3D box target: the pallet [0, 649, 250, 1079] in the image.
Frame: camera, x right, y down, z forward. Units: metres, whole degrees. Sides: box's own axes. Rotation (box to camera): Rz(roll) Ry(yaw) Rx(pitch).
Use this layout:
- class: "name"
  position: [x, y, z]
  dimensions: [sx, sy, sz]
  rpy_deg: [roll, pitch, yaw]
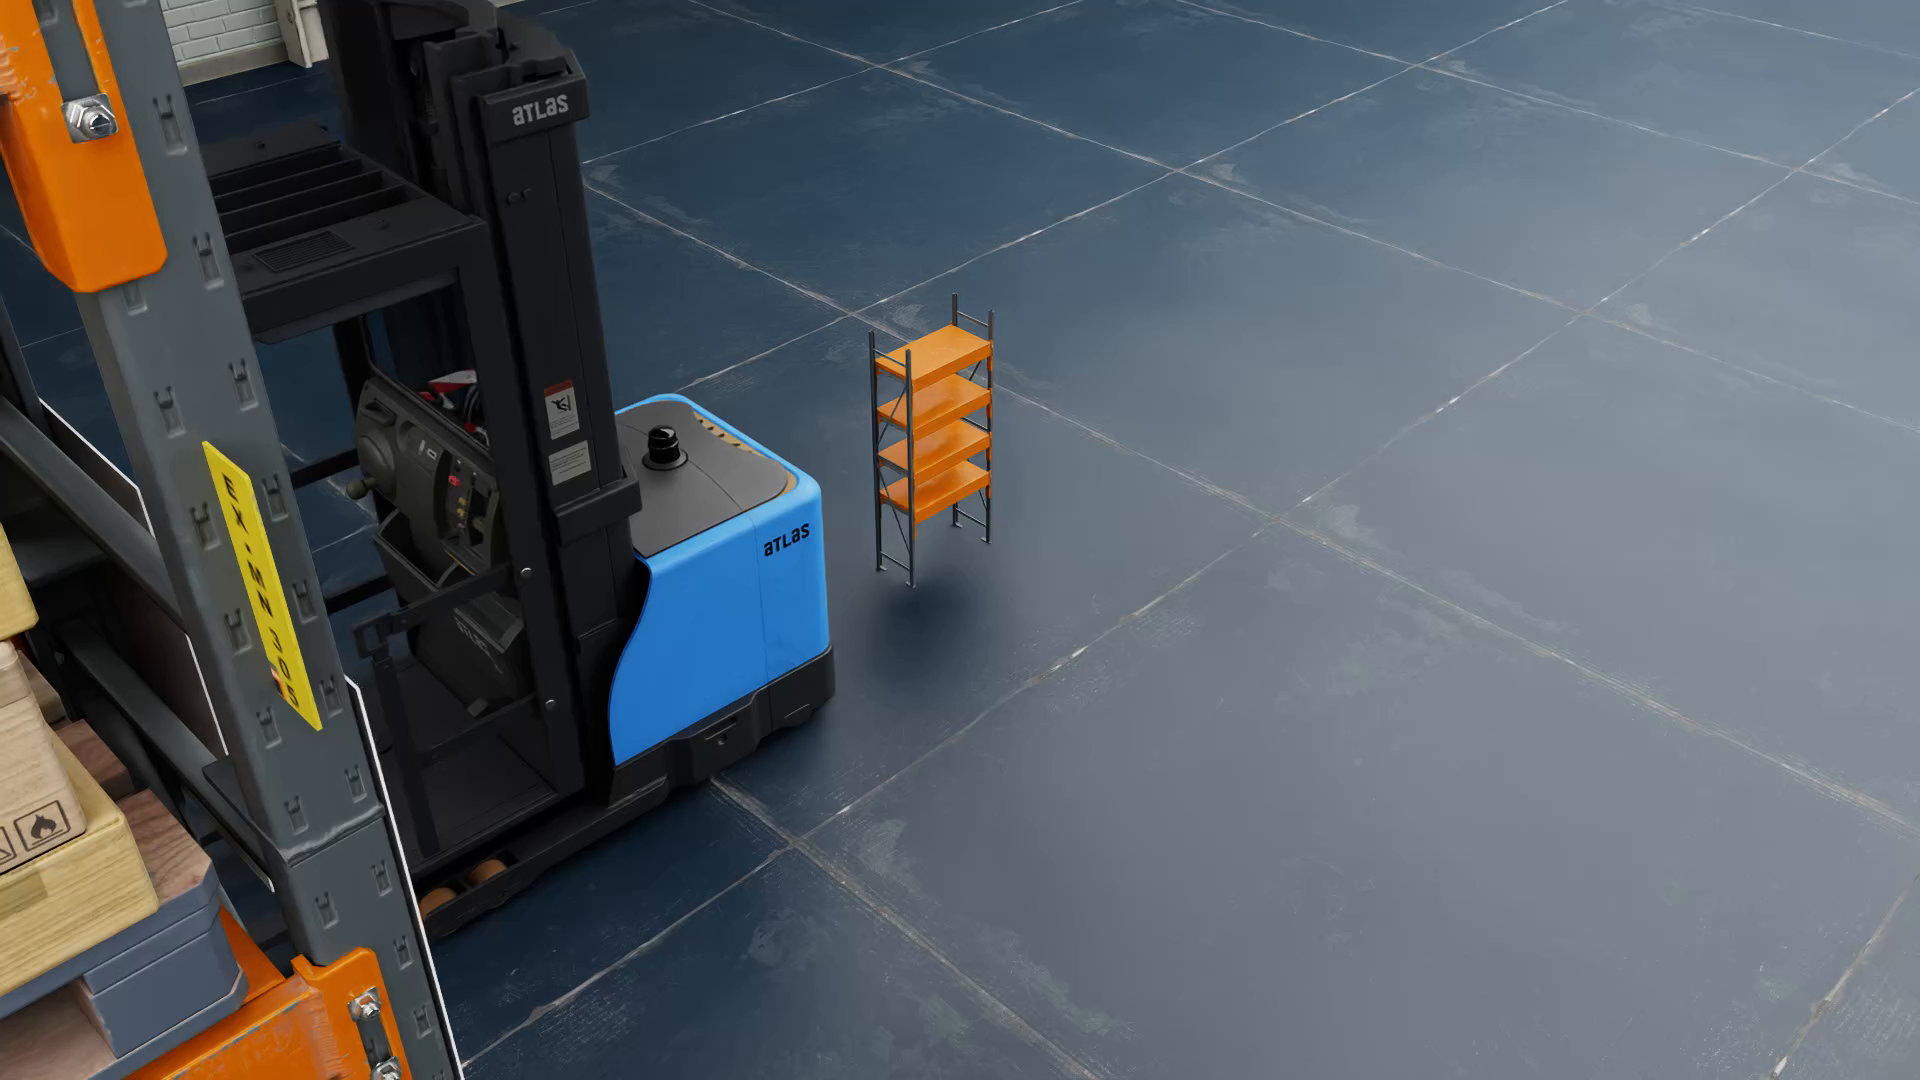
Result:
- class: "pallet"
  position: [-1.613, 0.501, 1.865]
  dimensions: [1.003, 0.211, 1.213]
  rpy_deg: [30, 45, 35]

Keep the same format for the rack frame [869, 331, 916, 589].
- class: "rack frame"
  position: [-0.289, -0.326, 7.168]
  dimensions: [0.240, 1.200, 0.015]
  rpy_deg: [30, 45, 35]

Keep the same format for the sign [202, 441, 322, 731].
- class: "sign"
  position: [-0.723, 0.053, 1.725]
  dimensions: [0.100, 0.325, 0.005]
  rpy_deg: [30, 45, 35]

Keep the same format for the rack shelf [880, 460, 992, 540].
- class: "rack shelf"
  position: [-0.117, -0.207, 7.463]
  dimensions: [0.258, 0.148, 0.480]
  rpy_deg: [30, 45, 35]

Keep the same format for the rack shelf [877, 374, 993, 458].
- class: "rack shelf"
  position: [-0.117, -0.553, 7.221]
  dimensions: [0.258, 0.148, 0.480]
  rpy_deg: [30, 45, 35]

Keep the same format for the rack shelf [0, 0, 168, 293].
- class: "rack shelf"
  position: [-2.507, 0.200, 0.575]
  dimensions: [1.077, 0.370, 4.000]
  rpy_deg: [30, 45, 35]

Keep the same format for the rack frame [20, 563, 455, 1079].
- class: "rack frame"
  position: [-1.098, 1.389, 3.136]
  dimensions: [1.000, 3.000, 0.127]
  rpy_deg: [30, 45, 35]

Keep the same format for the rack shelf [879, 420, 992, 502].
- class: "rack shelf"
  position: [-0.117, -0.370, 7.349]
  dimensions: [0.258, 0.148, 0.480]
  rpy_deg: [30, 45, 35]

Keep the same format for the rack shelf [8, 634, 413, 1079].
- class: "rack shelf"
  position: [-2.507, 1.266, 1.319]
  dimensions: [1.077, 0.370, 4.000]
  rpy_deg: [30, 45, 35]

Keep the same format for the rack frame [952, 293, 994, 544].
- class: "rack frame"
  position: [0.055, -0.524, 7.452]
  dimensions: [0.240, 1.200, 0.015]
  rpy_deg: [30, 45, 35]

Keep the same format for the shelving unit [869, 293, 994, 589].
- class: "shelving unit"
  position: [-0.117, -0.425, 7.310]
  dimensions: [0.258, 1.200, 0.503]
  rpy_deg: [30, 45, 35]

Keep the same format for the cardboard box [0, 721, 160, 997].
- class: "cardboard box"
  position: [-1.092, 0.320, 1.811]
  dimensions: [0.380, 0.149, 0.250]
  rpy_deg: [29, 44, 35]

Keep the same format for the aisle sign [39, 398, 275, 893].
- class: "aisle sign"
  position: [-1.261, 0.173, 2.607]
  dimensions: [0.394, 0.787, 0.004]
  rpy_deg: [30, 45, 35]

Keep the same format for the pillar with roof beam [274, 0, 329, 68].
- class: "pillar with roof beam"
  position: [-2.055, -5.805, 8.208]
  dimensions: [9.100, 9.000, 0.400]
  rpy_deg: [30, 45, 35]

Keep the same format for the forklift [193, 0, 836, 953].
- class: "forklift"
  position: [-1.928, -0.165, 5.424]
  dimensions: [3.031, 2.935, 1.130]
  rpy_deg: [-28, 44, -34]

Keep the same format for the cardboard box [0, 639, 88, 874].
- class: "cardboard box"
  position: [-1.245, 0.197, 1.640]
  dimensions: [0.500, 0.250, 0.500]
  rpy_deg: [-29, 44, -35]

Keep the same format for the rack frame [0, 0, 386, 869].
- class: "rack frame"
  position: [-1.098, -1.071, 1.419]
  dimensions: [1.000, 3.000, 0.127]
  rpy_deg: [30, 45, 35]

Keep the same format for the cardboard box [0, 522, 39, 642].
- class: "cardboard box"
  position: [-1.095, -0.005, 1.580]
  dimensions: [0.250, 0.149, 0.380]
  rpy_deg: [-29, 44, -35]

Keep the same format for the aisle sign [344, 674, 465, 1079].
- class: "aisle sign"
  position: [-0.835, 0.415, 2.260]
  dimensions: [0.394, 0.787, 0.004]
  rpy_deg: [30, 45, 35]

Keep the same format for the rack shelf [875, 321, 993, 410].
- class: "rack shelf"
  position: [-0.117, -0.747, 7.086]
  dimensions: [0.258, 0.148, 0.480]
  rpy_deg: [30, 45, 35]
